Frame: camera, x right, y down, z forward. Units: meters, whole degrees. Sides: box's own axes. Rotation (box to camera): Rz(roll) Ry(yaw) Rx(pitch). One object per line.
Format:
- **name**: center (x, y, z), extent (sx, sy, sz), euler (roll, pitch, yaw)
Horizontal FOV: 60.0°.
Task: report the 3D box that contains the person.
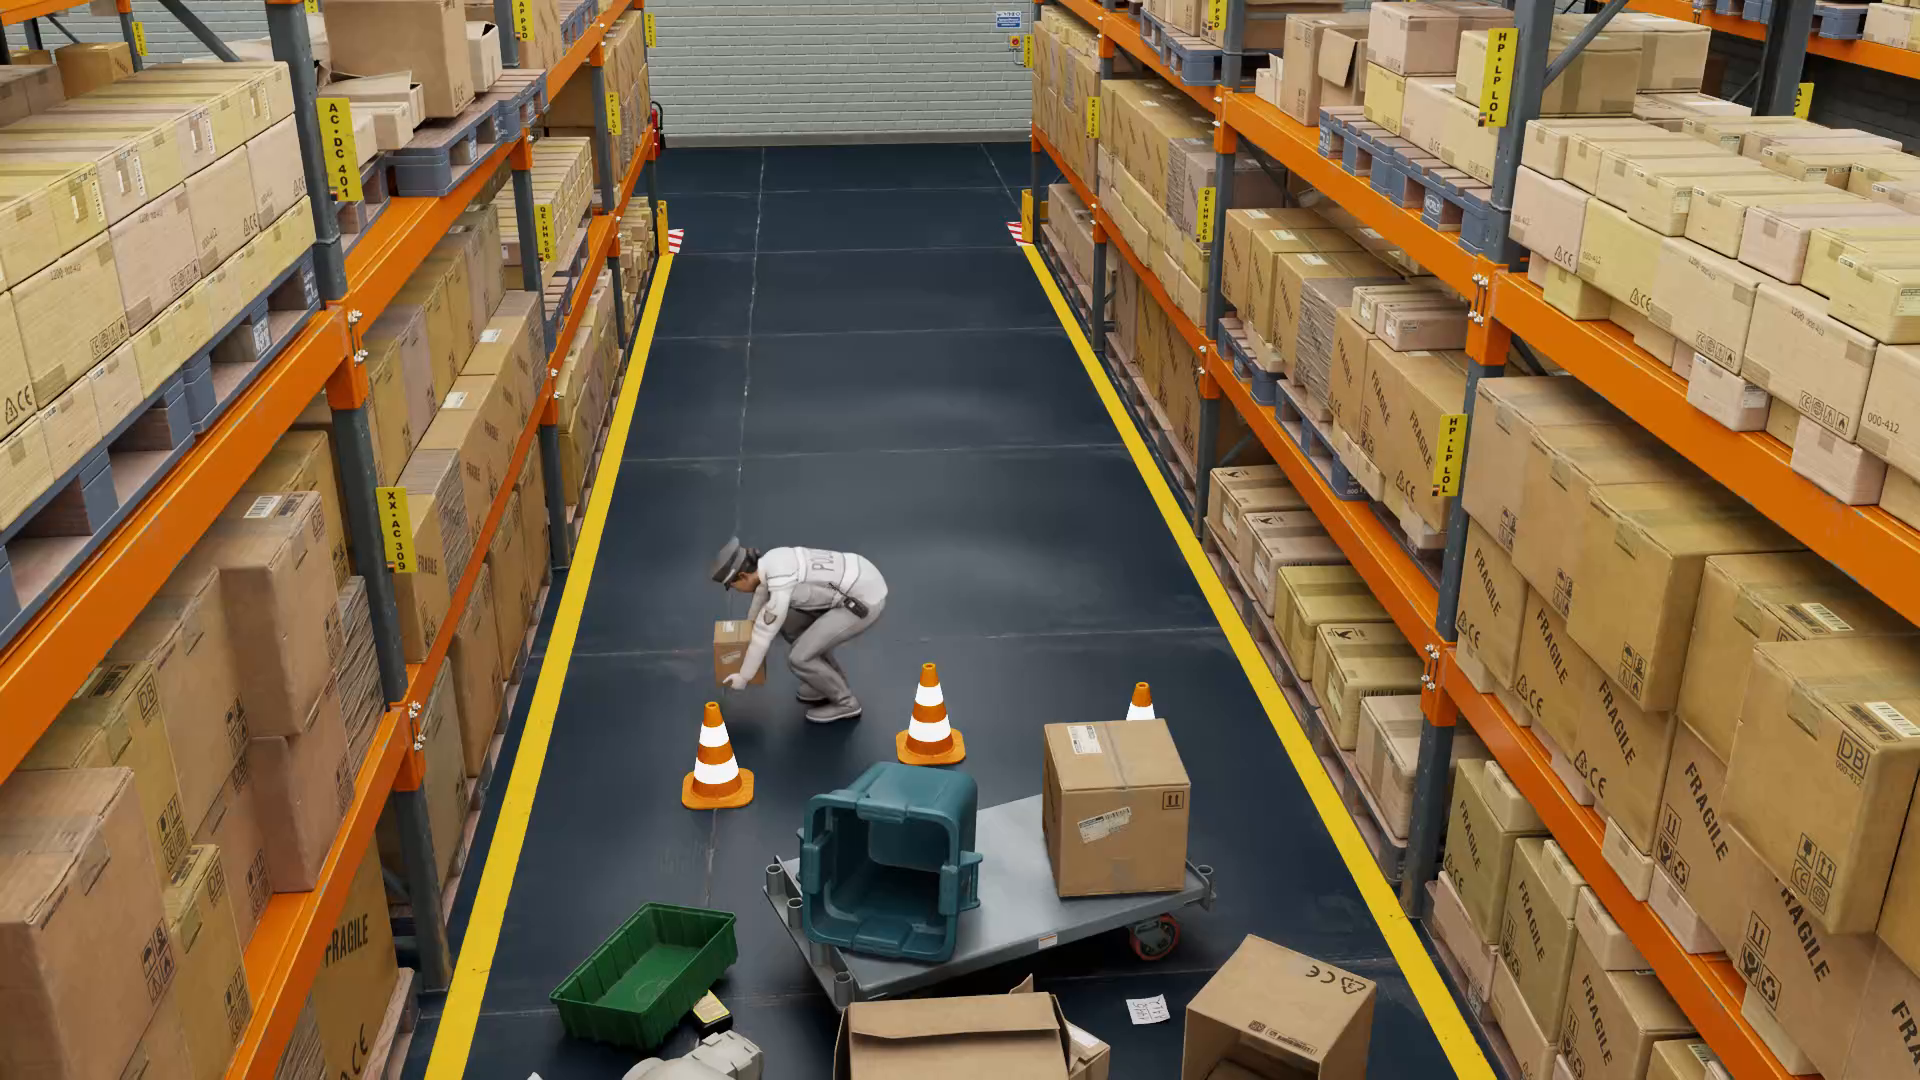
- **person**: center (-0.821, 0.432, 8.477), extent (0.908, 0.980, 0.462), euler (-3, 24, -7)
